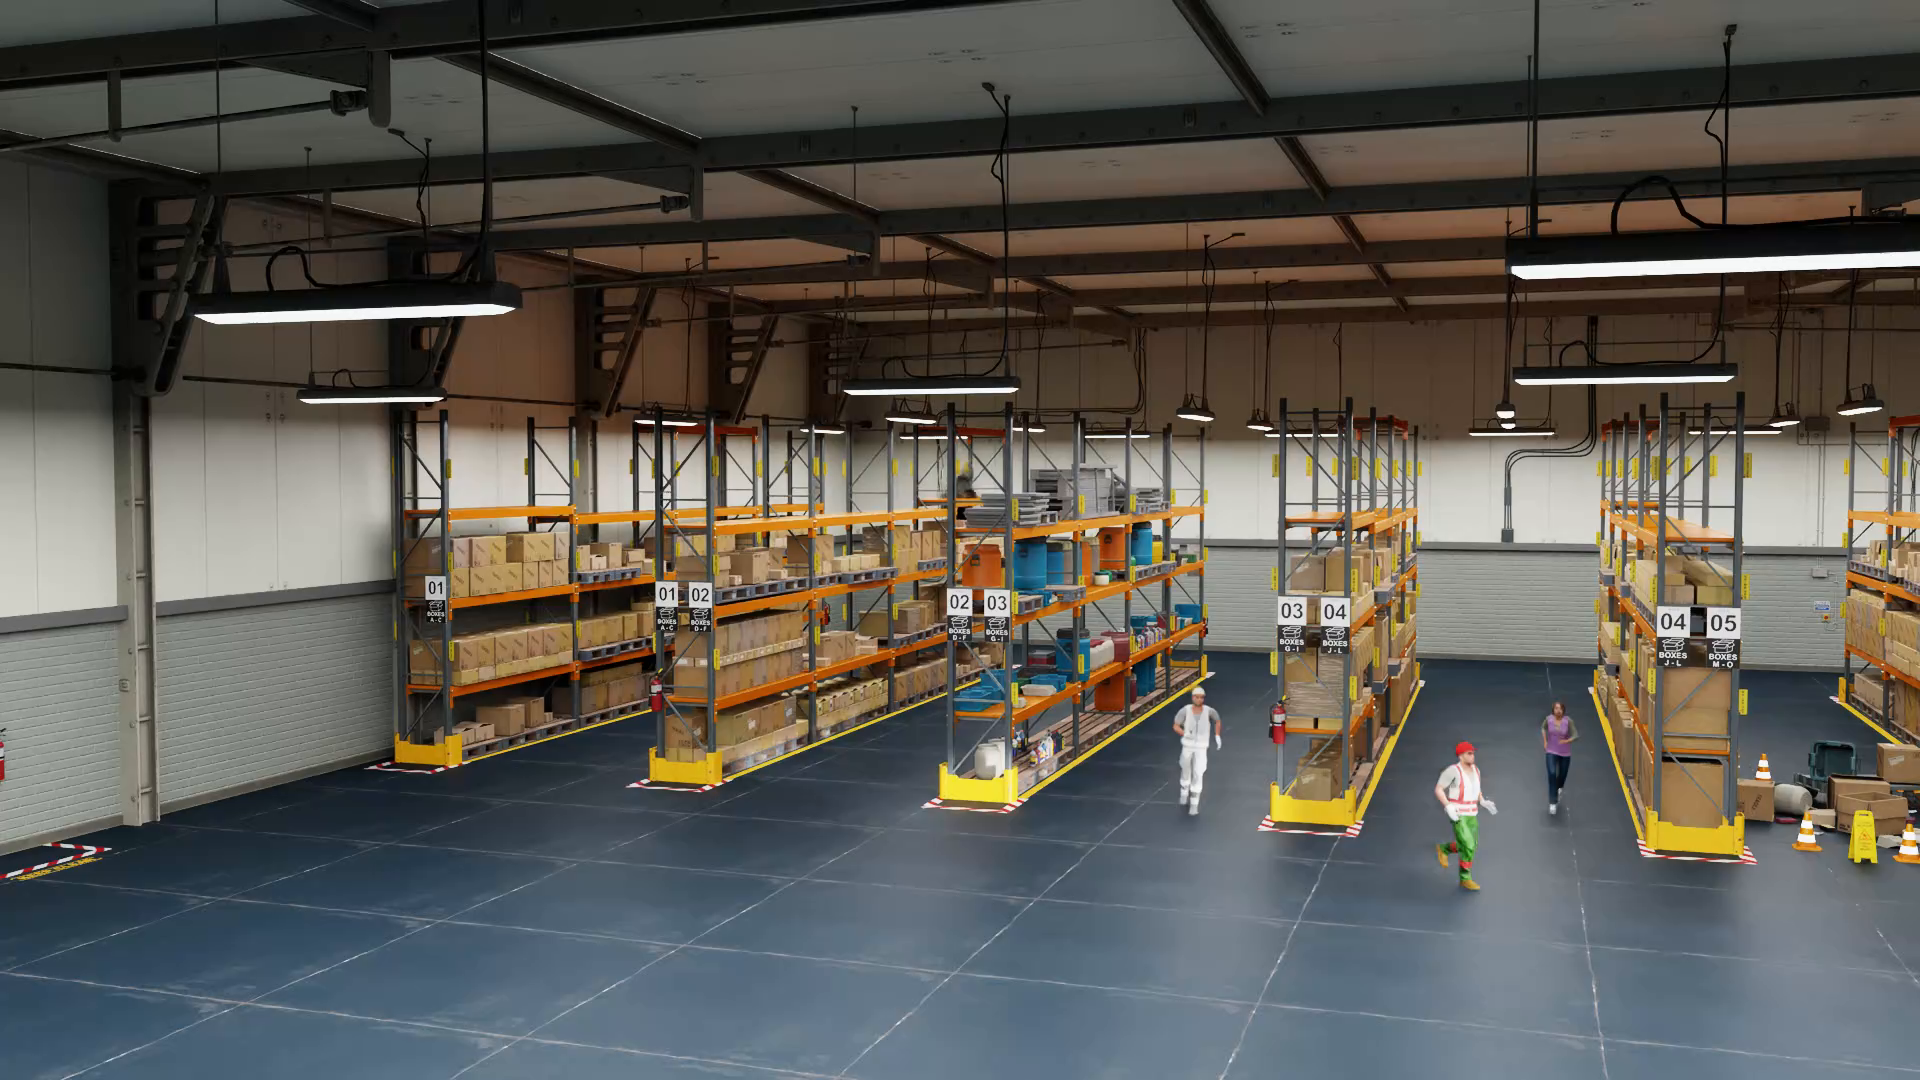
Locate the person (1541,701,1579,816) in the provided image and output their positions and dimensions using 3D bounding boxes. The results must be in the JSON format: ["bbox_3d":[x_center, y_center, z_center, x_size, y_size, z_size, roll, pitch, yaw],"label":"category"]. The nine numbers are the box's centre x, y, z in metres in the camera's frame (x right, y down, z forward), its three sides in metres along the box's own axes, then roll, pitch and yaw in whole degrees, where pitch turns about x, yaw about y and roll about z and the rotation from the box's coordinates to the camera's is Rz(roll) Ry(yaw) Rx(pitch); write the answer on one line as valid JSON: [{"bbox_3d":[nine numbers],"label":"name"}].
[{"bbox_3d":[8.803,3.163,24.417,0.505,1.618,0.983,1,3,16],"label":"person"}]

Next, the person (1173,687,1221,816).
[{"bbox_3d":[3.472,3.068,24.354,0.699,1.847,0.817,0,2,8],"label":"person"}]

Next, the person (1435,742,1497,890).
[{"bbox_3d":[5.972,3.276,20.006,0.638,1.737,0.759,-1,3,-30],"label":"person"}]
